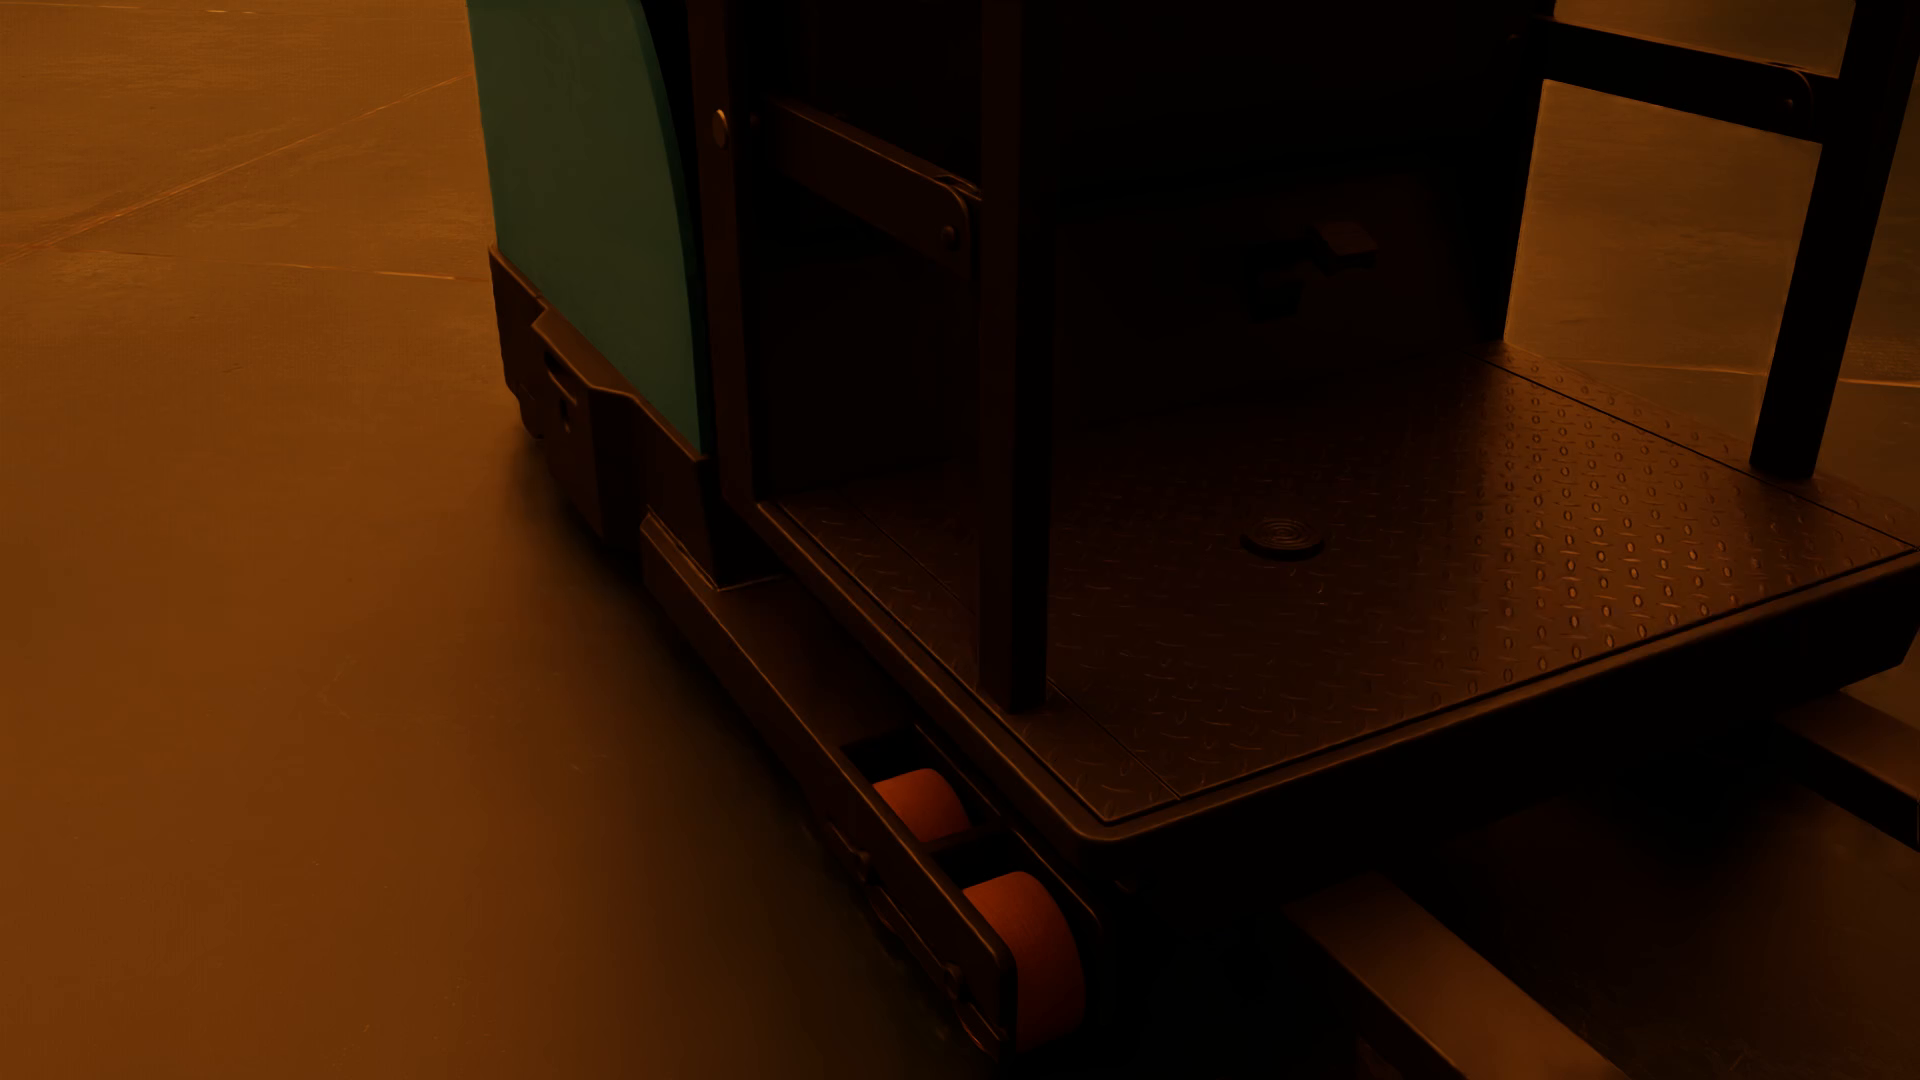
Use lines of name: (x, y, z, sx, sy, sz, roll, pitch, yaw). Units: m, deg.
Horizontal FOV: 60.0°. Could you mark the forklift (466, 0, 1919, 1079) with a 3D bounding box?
forklift: (0.352, -1.063, 1.352, 1.130, 2.935, 3.031, -14, 30, -25)
